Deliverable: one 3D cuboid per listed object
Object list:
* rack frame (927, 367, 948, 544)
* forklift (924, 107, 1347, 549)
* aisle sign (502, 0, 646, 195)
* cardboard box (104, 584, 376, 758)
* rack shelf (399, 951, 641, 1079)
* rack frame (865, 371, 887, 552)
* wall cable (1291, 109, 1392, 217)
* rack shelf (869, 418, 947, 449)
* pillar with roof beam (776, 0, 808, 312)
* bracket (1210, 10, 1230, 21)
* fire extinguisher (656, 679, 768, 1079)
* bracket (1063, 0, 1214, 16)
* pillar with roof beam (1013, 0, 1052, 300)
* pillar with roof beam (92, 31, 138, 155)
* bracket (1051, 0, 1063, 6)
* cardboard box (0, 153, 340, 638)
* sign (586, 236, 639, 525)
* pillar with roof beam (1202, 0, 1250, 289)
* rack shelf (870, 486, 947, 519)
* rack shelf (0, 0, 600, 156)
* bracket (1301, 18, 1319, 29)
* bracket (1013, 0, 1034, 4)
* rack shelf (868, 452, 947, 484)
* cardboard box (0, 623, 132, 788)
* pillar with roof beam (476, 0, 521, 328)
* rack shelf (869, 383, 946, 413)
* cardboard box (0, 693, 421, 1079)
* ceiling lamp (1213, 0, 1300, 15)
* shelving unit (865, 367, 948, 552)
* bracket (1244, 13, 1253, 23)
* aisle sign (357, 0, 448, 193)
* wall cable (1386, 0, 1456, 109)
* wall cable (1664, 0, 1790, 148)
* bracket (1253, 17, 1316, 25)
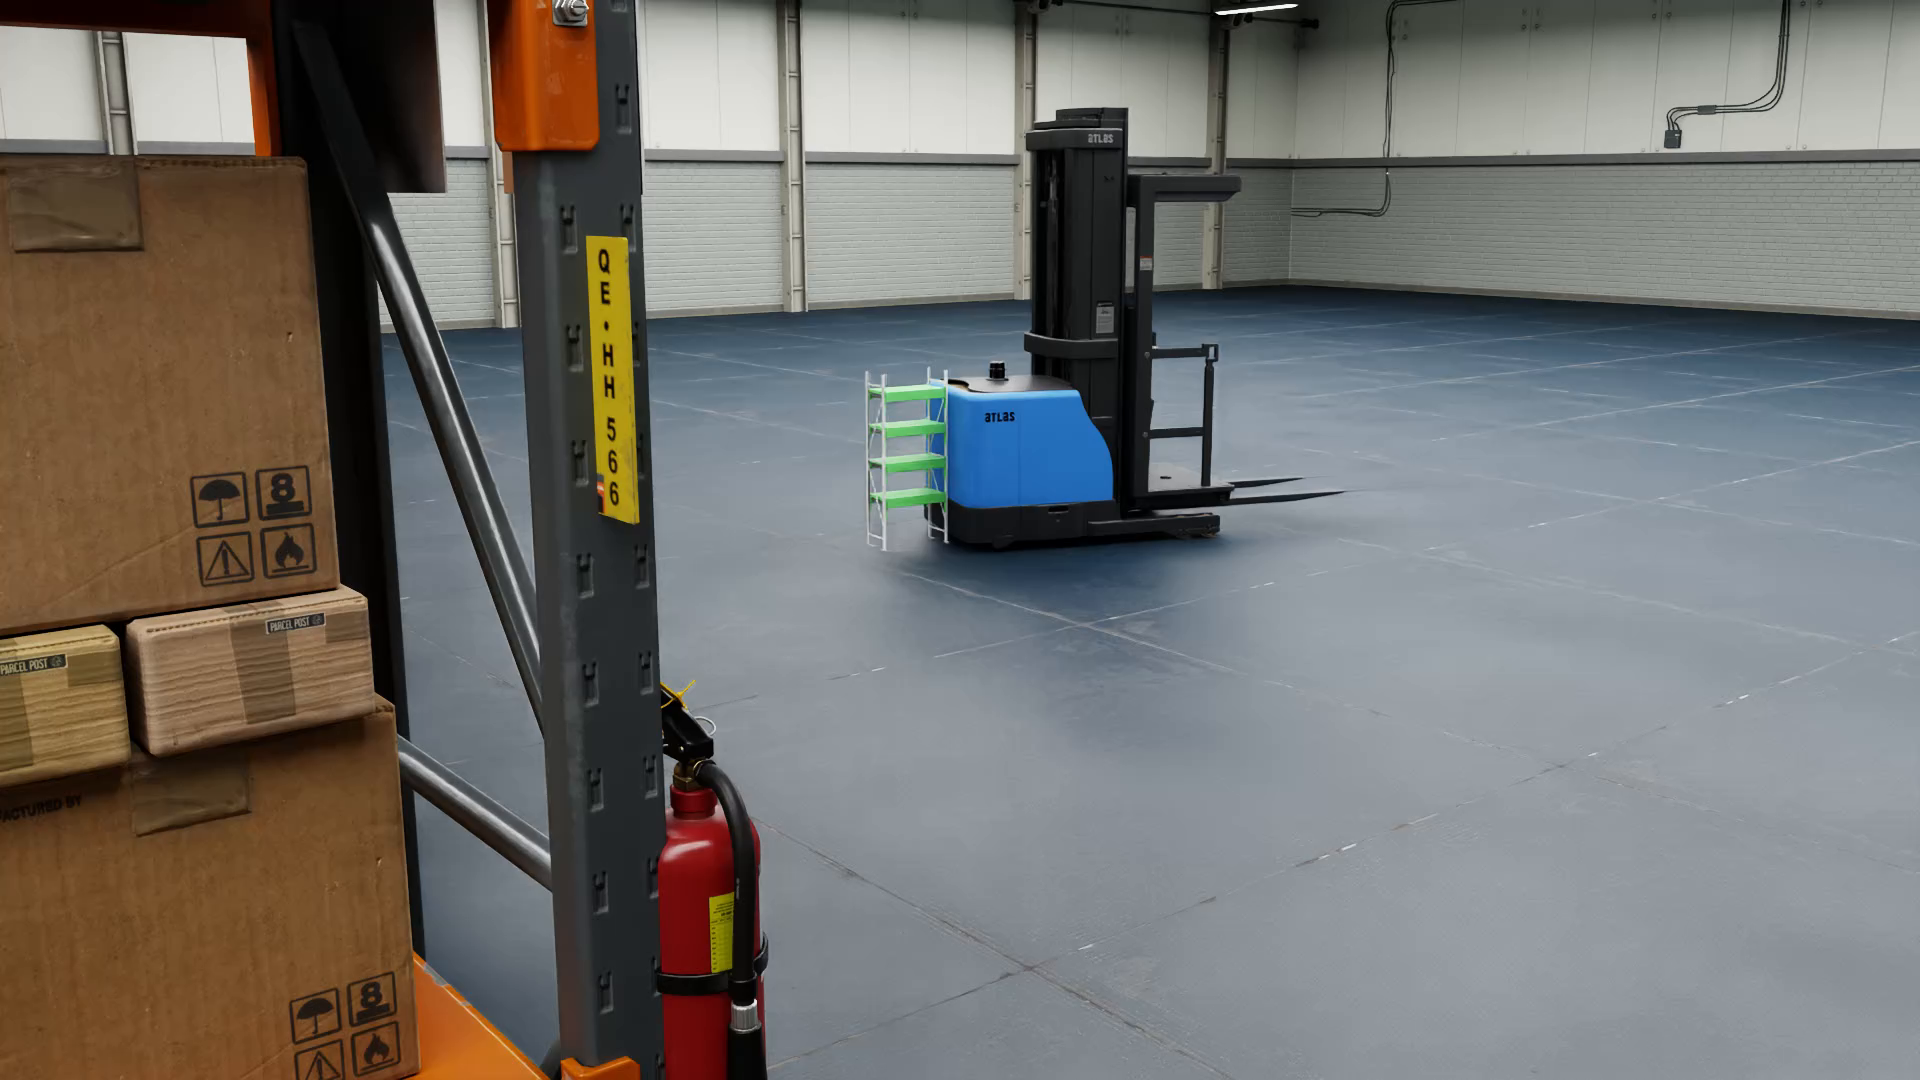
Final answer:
[{"bbox_3d":[-0.155,-0.583,11.485,0.015,1.200,0.240,-7,14,-31],"label":"rack frame"},{"bbox_3d":[1.313,-1.538,11.816,3.031,2.935,1.130,-4,13,-19],"label":"forklift"},{"bbox_3d":[-0.496,-0.824,2.031,0.004,0.787,0.394,-9,15,-38],"label":"aisle sign"},{"bbox_3d":[-0.910,0.122,2.029,0.250,0.149,0.380,-10,15,-39],"label":"cardboard box"},{"bbox_3d":[-2.292,1.019,1.338,4.000,0.370,1.077,-9,15,-38],"label":"rack shelf"},{"bbox_3d":[-0.568,-0.529,11.231,0.015,1.200,0.240,-7,14,-31],"label":"rack frame"},{"bbox_3d":[9.235,-9.143,40.498,0.112,2.526,3.097,-9,15,-38],"label":"wall cable"},{"bbox_3d":[-0.362,-0.728,11.321,0.480,0.148,0.258,-7,14,-31],"label":"rack shelf"},{"bbox_3d":[-0.573,-8.239,28.764,0.400,9.000,9.100,-9,15,-38],"label":"pillar with roof beam"},{"bbox_3d":[6.006,-12.144,38.487,0.430,0.232,0.235,-9,15,-38],"label":"bracket"},{"bbox_3d":[-0.348,0.506,2.211,0.183,0.674,0.296,-9,15,-38],"label":"fire extinguisher"},{"bbox_3d":[3.994,-11.809,36.912,4.783,0.066,0.076,-9,15,-38],"label":"bracket"},{"bbox_3d":[4.113,-9.017,32.431,0.548,9.000,9.100,-9,15,-38],"label":"pillar with roof beam"},{"bbox_3d":[-9.943,-6.682,21.431,0.400,9.000,9.100,-9,15,-38],"label":"pillar with roof beam"},{"bbox_3d":[1.969,-11.473,35.328,0.430,0.232,0.235,-9,15,-38],"label":"bracket"},{"bbox_3d":[-1.144,-0.210,2.033,0.500,0.500,0.700,-9,15,-37],"label":"cardboard box"},{"bbox_3d":[-0.402,-0.184,1.918,0.005,0.325,0.100,-9,15,-38],"label":"sign"},{"bbox_3d":[8.798,-9.796,36.097,0.548,9.000,9.100,-9,15,-38],"label":"pillar with roof beam"},{"bbox_3d":[-0.362,-0.259,11.421,0.480,0.148,0.258,-7,14,-31],"label":"rack shelf"},{"bbox_3d":[-2.292,-0.448,1.027,4.000,0.370,1.077,-9,15,-38],"label":"rack shelf"},{"bbox_3d":[8.505,-12.559,40.442,0.430,0.232,0.235,-9,15,-38],"label":"bracket"},{"bbox_3d":[1.321,-11.365,34.820,0.430,0.232,0.235,-9,15,-38],"label":"bracket"},{"bbox_3d":[-0.362,-0.493,11.371,0.480,0.148,0.258,-7,14,-31],"label":"rack shelf"},{"bbox_3d":[-1.113,0.157,1.868,0.250,0.149,0.380,-9,15,-36],"label":"cardboard box"},{"bbox_3d":[-5.258,-7.460,25.098,0.400,9.000,9.100,-9,15,-38],"label":"pillar with roof beam"},{"bbox_3d":[-0.362,-0.963,11.271,0.480,0.148,0.258,-7,14,-31],"label":"rack shelf"},{"bbox_3d":[-1.103,0.418,2.200,0.500,0.500,0.700,-9,15,-38],"label":"cardboard box"},{"bbox_3d":[6.058,-12.078,32.790,0.800,3.185,2.000,-9,15,-38],"label":"ceiling lamp"},{"bbox_3d":[-0.362,-0.556,11.358,0.503,1.200,0.258,-7,14,-31],"label":"shelving unit"},{"bbox_3d":[6.654,-12.251,38.994,0.430,0.232,0.235,-9,15,-38],"label":"bracket"},{"bbox_3d":[-0.870,-0.922,2.490,0.004,0.787,0.394,-9,15,-38],"label":"aisle sign"},{"bbox_3d":[10.925,-11.175,37.907,0.112,2.526,3.097,-9,15,-38],"label":"wall cable"},{"bbox_3d":[15.153,-10.784,32.561,0.169,6.003,2.305,-9,15,-38],"label":"wall cable"},{"bbox_3d":[8.044,-12.482,40.081,3.189,0.066,0.076,-9,15,-38],"label":"bracket"}]
